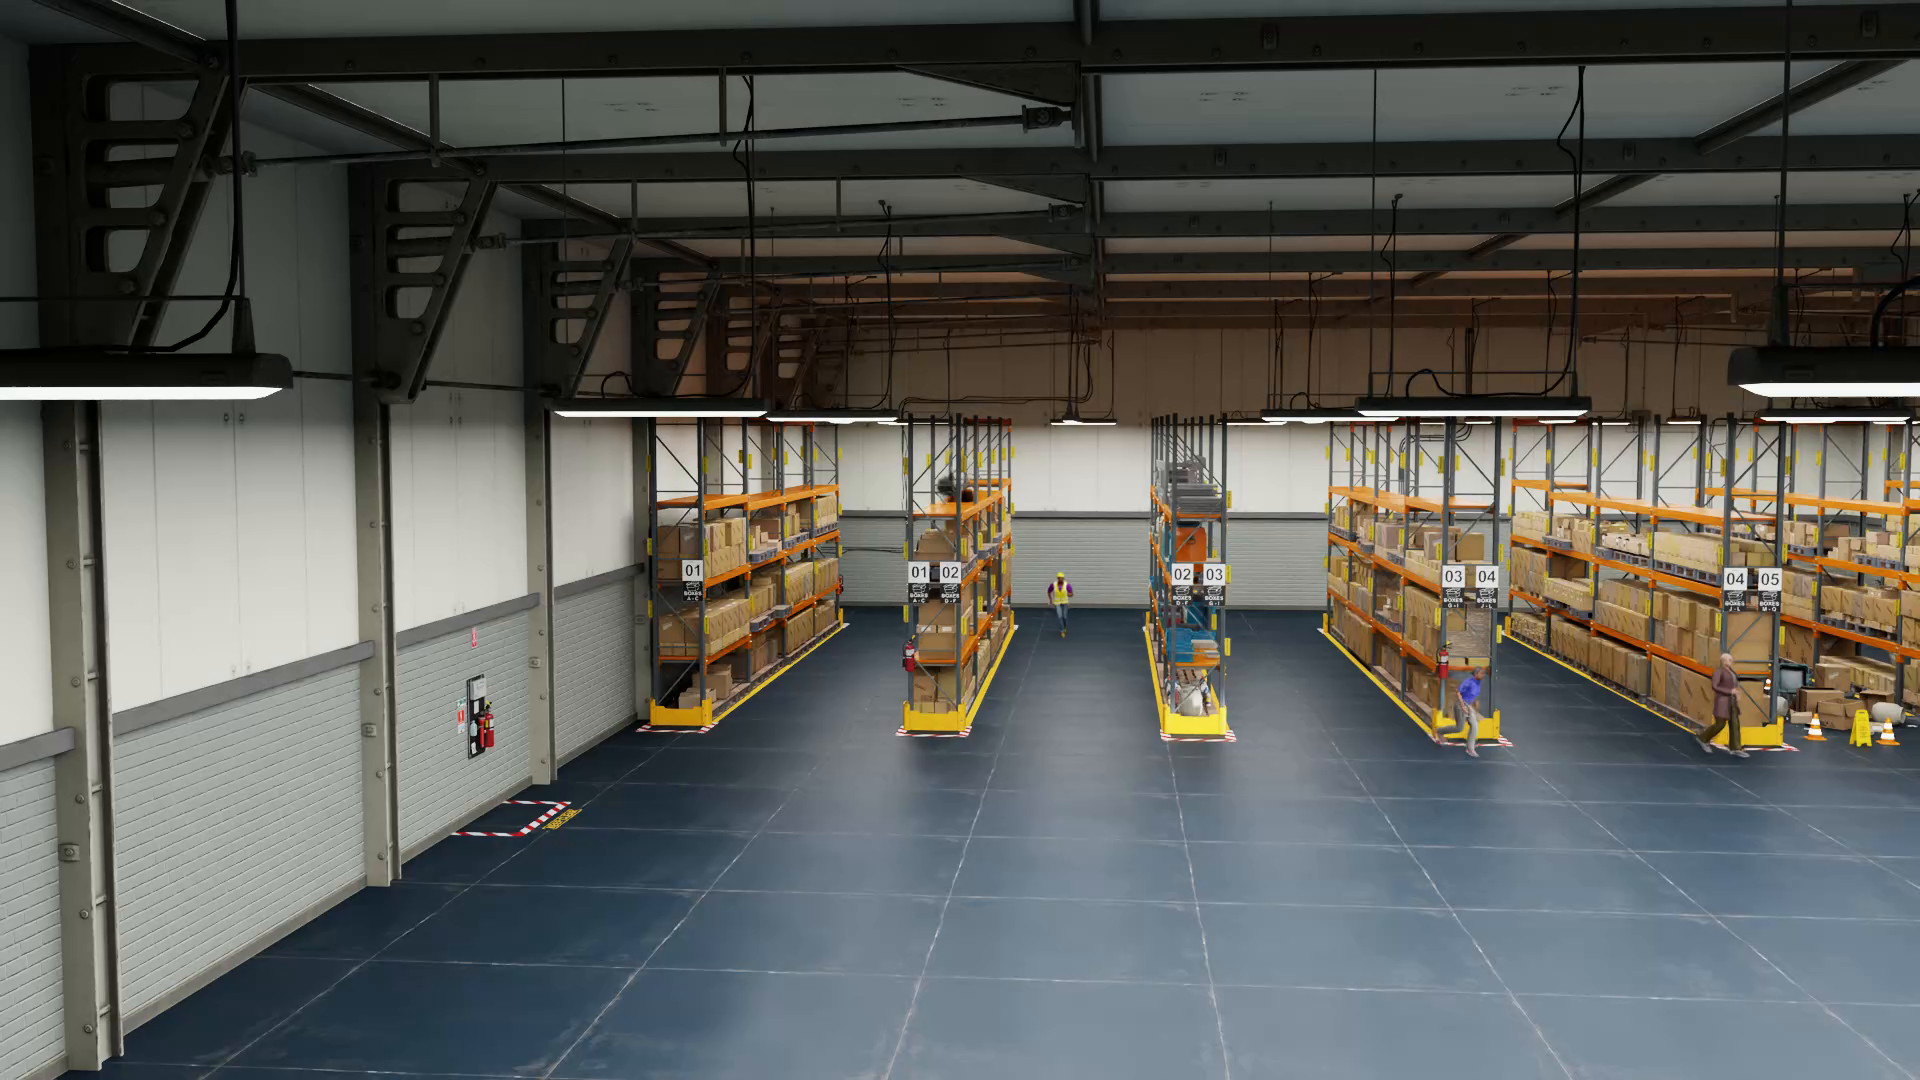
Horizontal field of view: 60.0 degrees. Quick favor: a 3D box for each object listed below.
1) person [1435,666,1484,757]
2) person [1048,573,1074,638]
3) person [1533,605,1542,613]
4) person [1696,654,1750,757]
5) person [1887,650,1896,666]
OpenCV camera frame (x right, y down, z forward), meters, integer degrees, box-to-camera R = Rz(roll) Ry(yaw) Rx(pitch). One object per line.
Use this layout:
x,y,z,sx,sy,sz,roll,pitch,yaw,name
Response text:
8.833,2.986,29.279,0.854,1.615,0.584,4,5,43,person
2.777,1.778,45.835,0.695,1.781,0.868,0,4,-2,person
16.491,1.725,46.994,0.558,1.687,0.738,4,5,43,person
13.342,2.862,29.015,0.725,1.773,0.945,-3,5,-34,person
21.516,2.313,38.331,0.545,1.709,0.682,0,4,2,person
